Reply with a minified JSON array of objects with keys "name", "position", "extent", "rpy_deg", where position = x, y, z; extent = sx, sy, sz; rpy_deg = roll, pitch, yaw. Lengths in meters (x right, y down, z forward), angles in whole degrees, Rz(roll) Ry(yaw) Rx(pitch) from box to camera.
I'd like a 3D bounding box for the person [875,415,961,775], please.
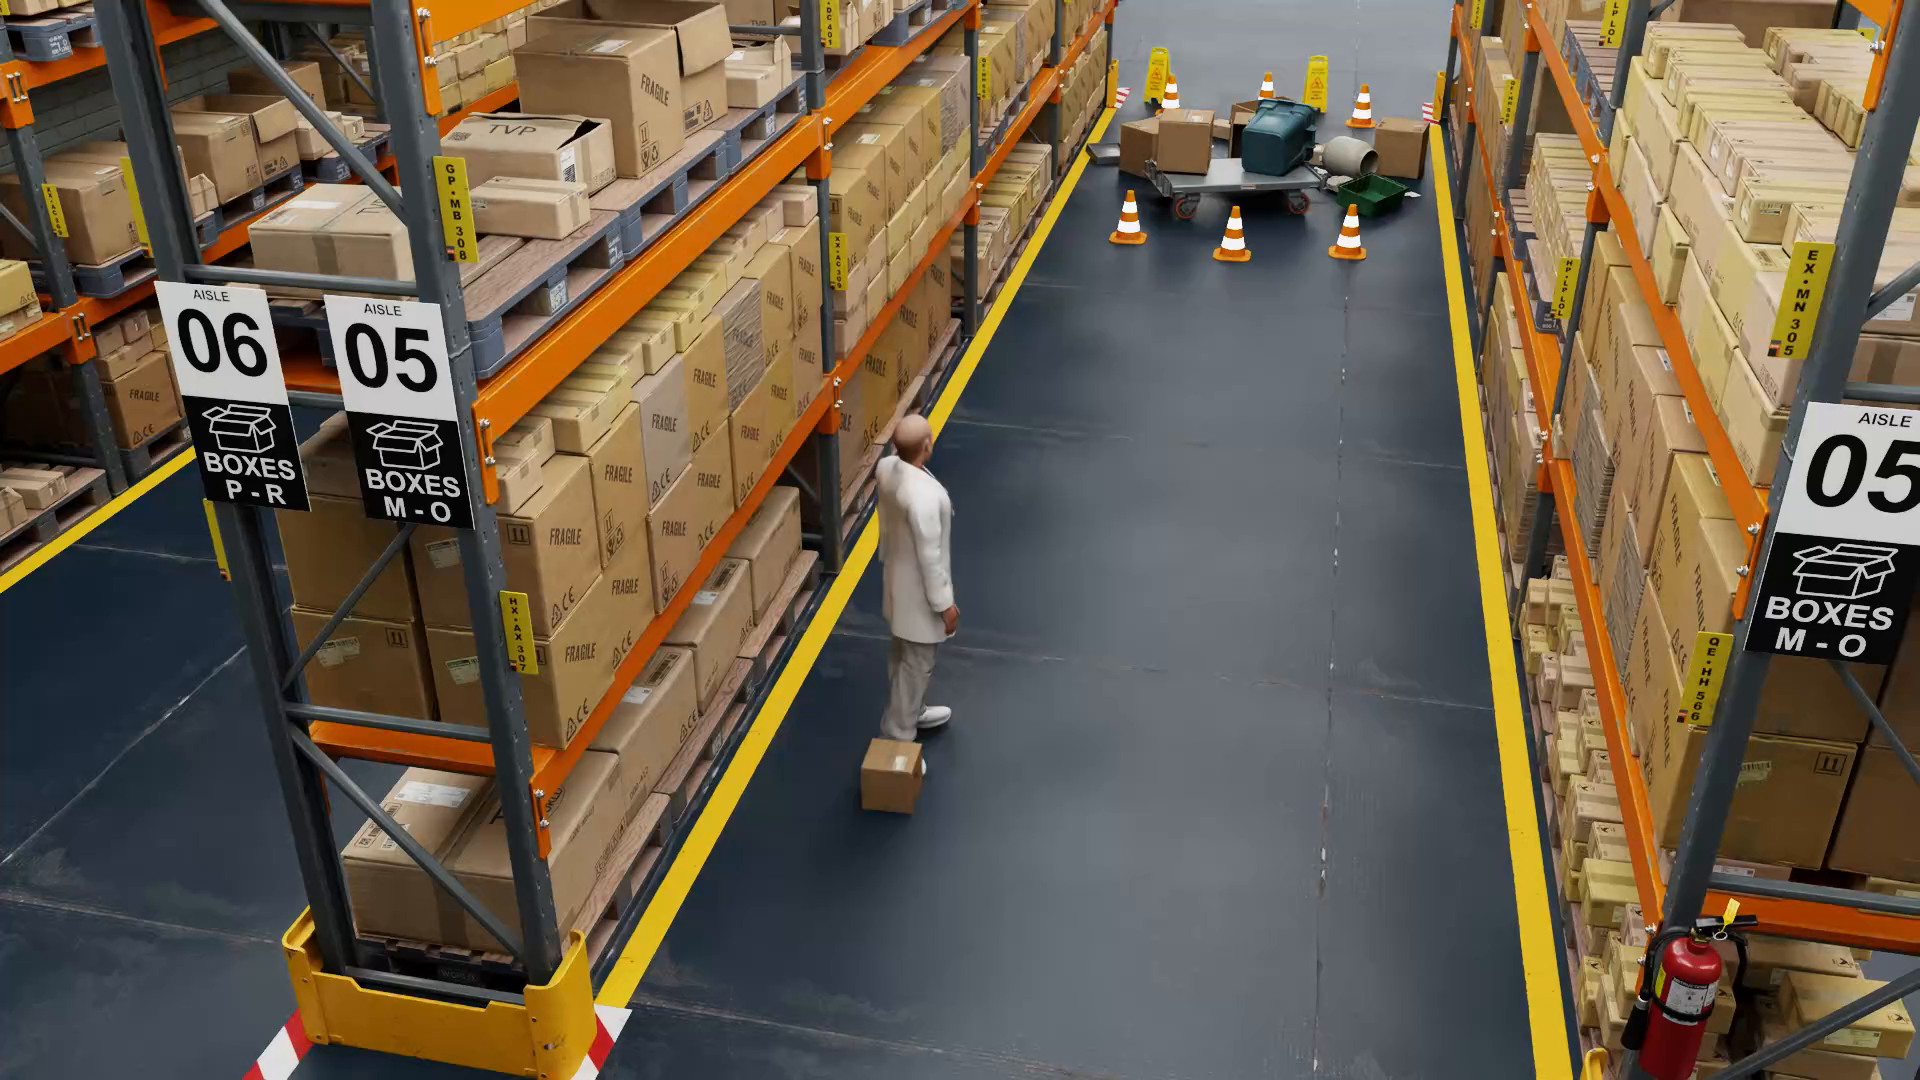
[{"name":"person","position":[-0.222,0.237,8.152],"extent":[0.440,1.778,0.703],"rpy_deg":[-9,30,-16]}]
